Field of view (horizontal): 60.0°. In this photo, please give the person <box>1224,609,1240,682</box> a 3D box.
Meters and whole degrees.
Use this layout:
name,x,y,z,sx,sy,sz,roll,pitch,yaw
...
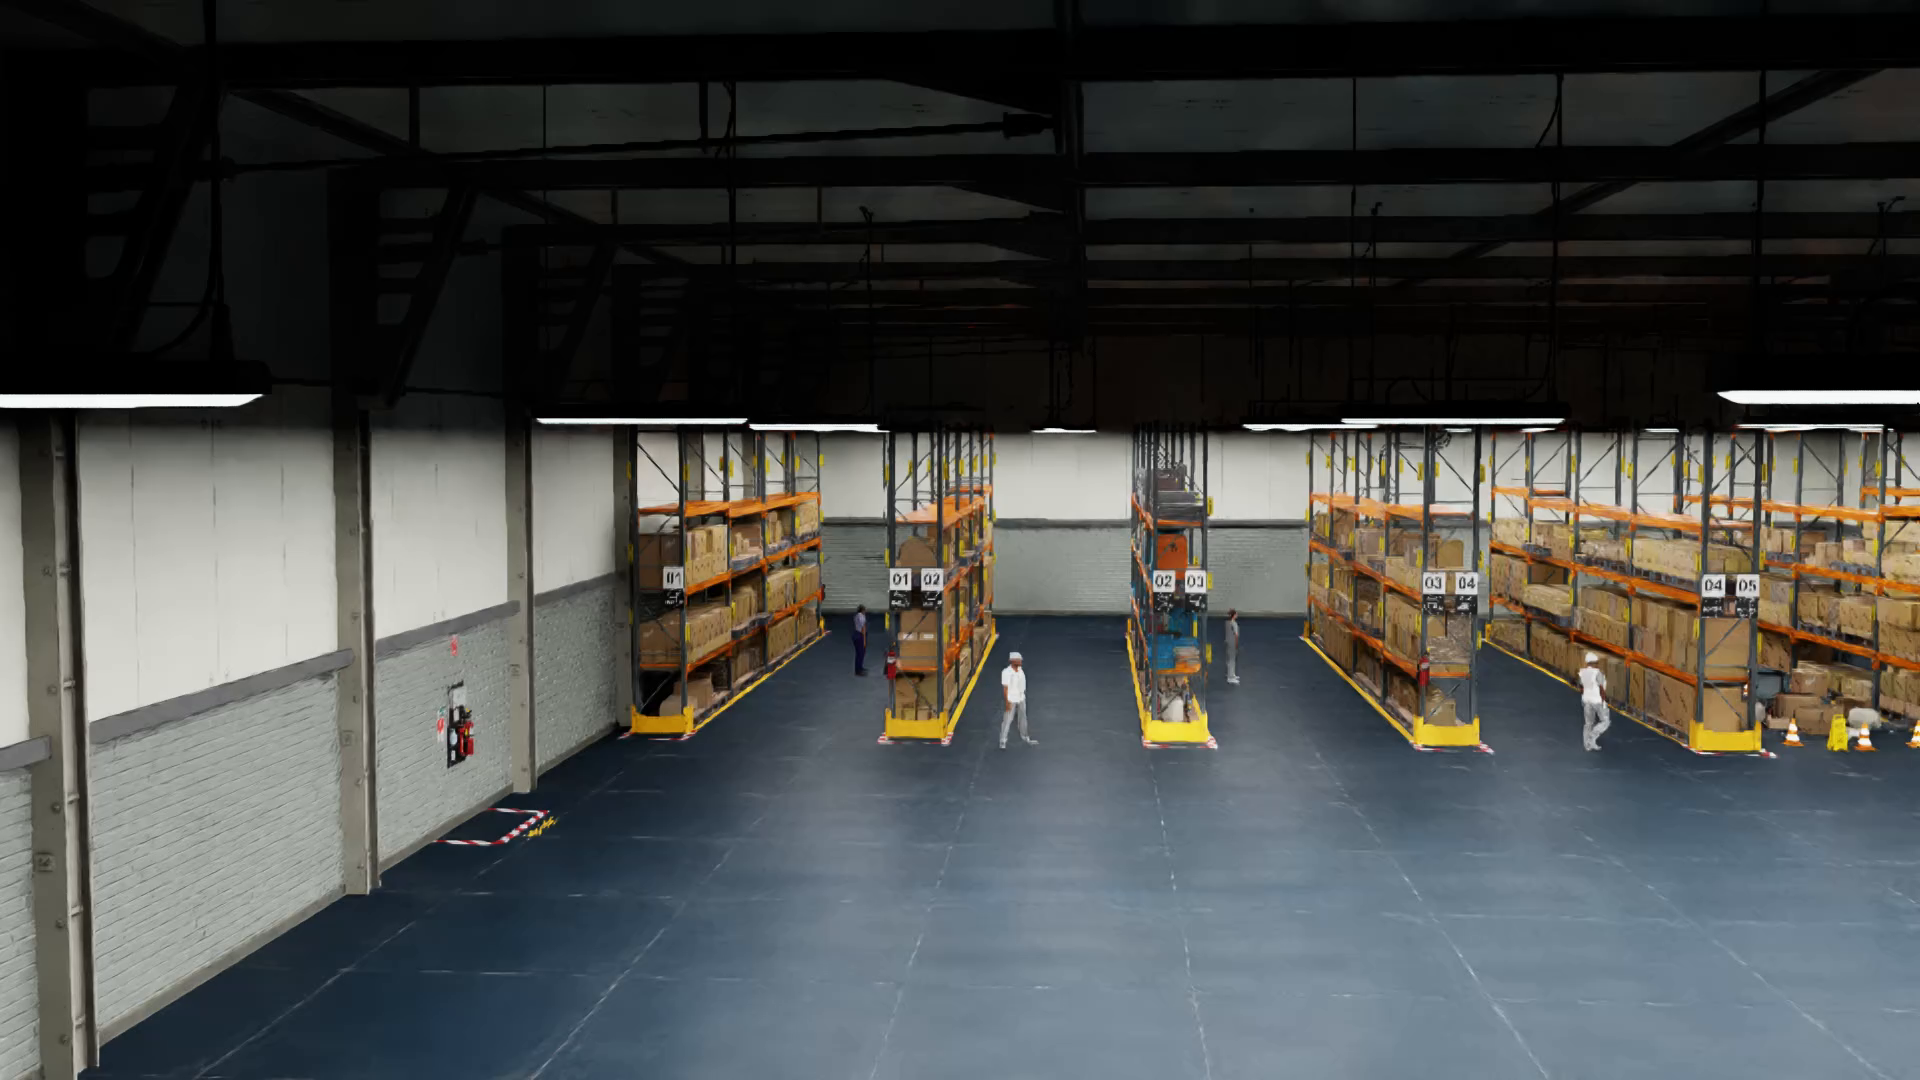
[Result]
name,x,y,z,sx,sy,sz,roll,pitch,yaw
person,6.342,2.432,38.526,0.454,1.678,0.540,-1,4,-19

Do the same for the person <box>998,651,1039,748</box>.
name,x,y,z,sx,sy,sz,roll,pitch,yaw
person,1.031,2.906,30.392,0.534,1.758,0.727,3,5,41

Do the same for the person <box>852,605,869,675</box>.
name,x,y,z,sx,sy,sz,roll,pitch,yaw
person,-2.338,2.369,39.783,0.443,1.658,0.579,-2,4,-25

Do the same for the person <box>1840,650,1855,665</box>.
name,x,y,z,sx,sy,sz,roll,pitch,yaw
person,21.358,2.295,39.899,0.400,1.769,0.674,-1,4,-15

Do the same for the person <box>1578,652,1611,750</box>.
name,x,y,z,sx,sy,sz,roll,pitch,yaw
person,11.465,2.923,30.120,0.446,1.780,0.600,-2,4,-25
